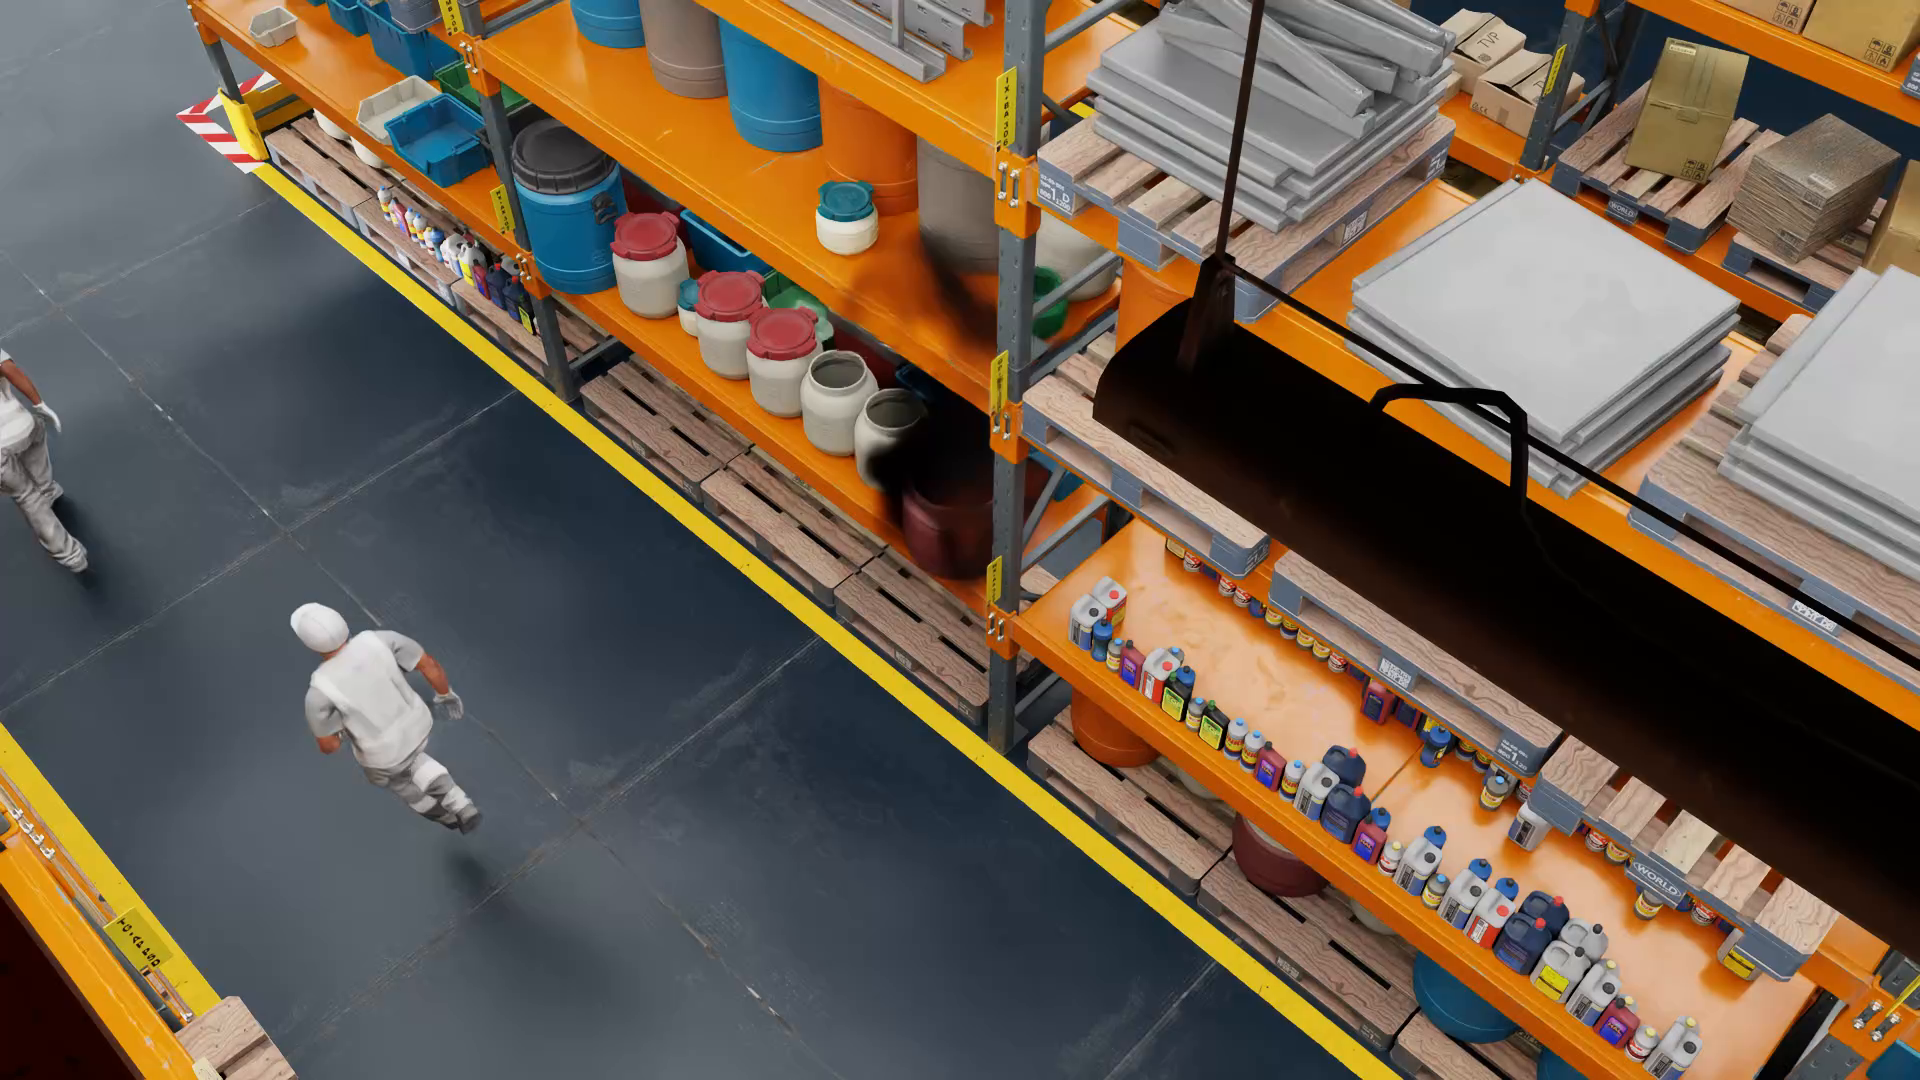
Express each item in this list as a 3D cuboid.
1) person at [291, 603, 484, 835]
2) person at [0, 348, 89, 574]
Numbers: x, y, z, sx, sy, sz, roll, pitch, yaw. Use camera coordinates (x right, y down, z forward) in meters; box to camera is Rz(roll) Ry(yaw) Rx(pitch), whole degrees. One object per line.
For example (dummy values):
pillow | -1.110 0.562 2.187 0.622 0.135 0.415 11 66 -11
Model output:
person | -2.744 0.967 8.090 0.716 1.726 0.646 23 54 18
person | -5.674 -0.609 9.830 0.706 1.589 1.122 -24 54 -19
